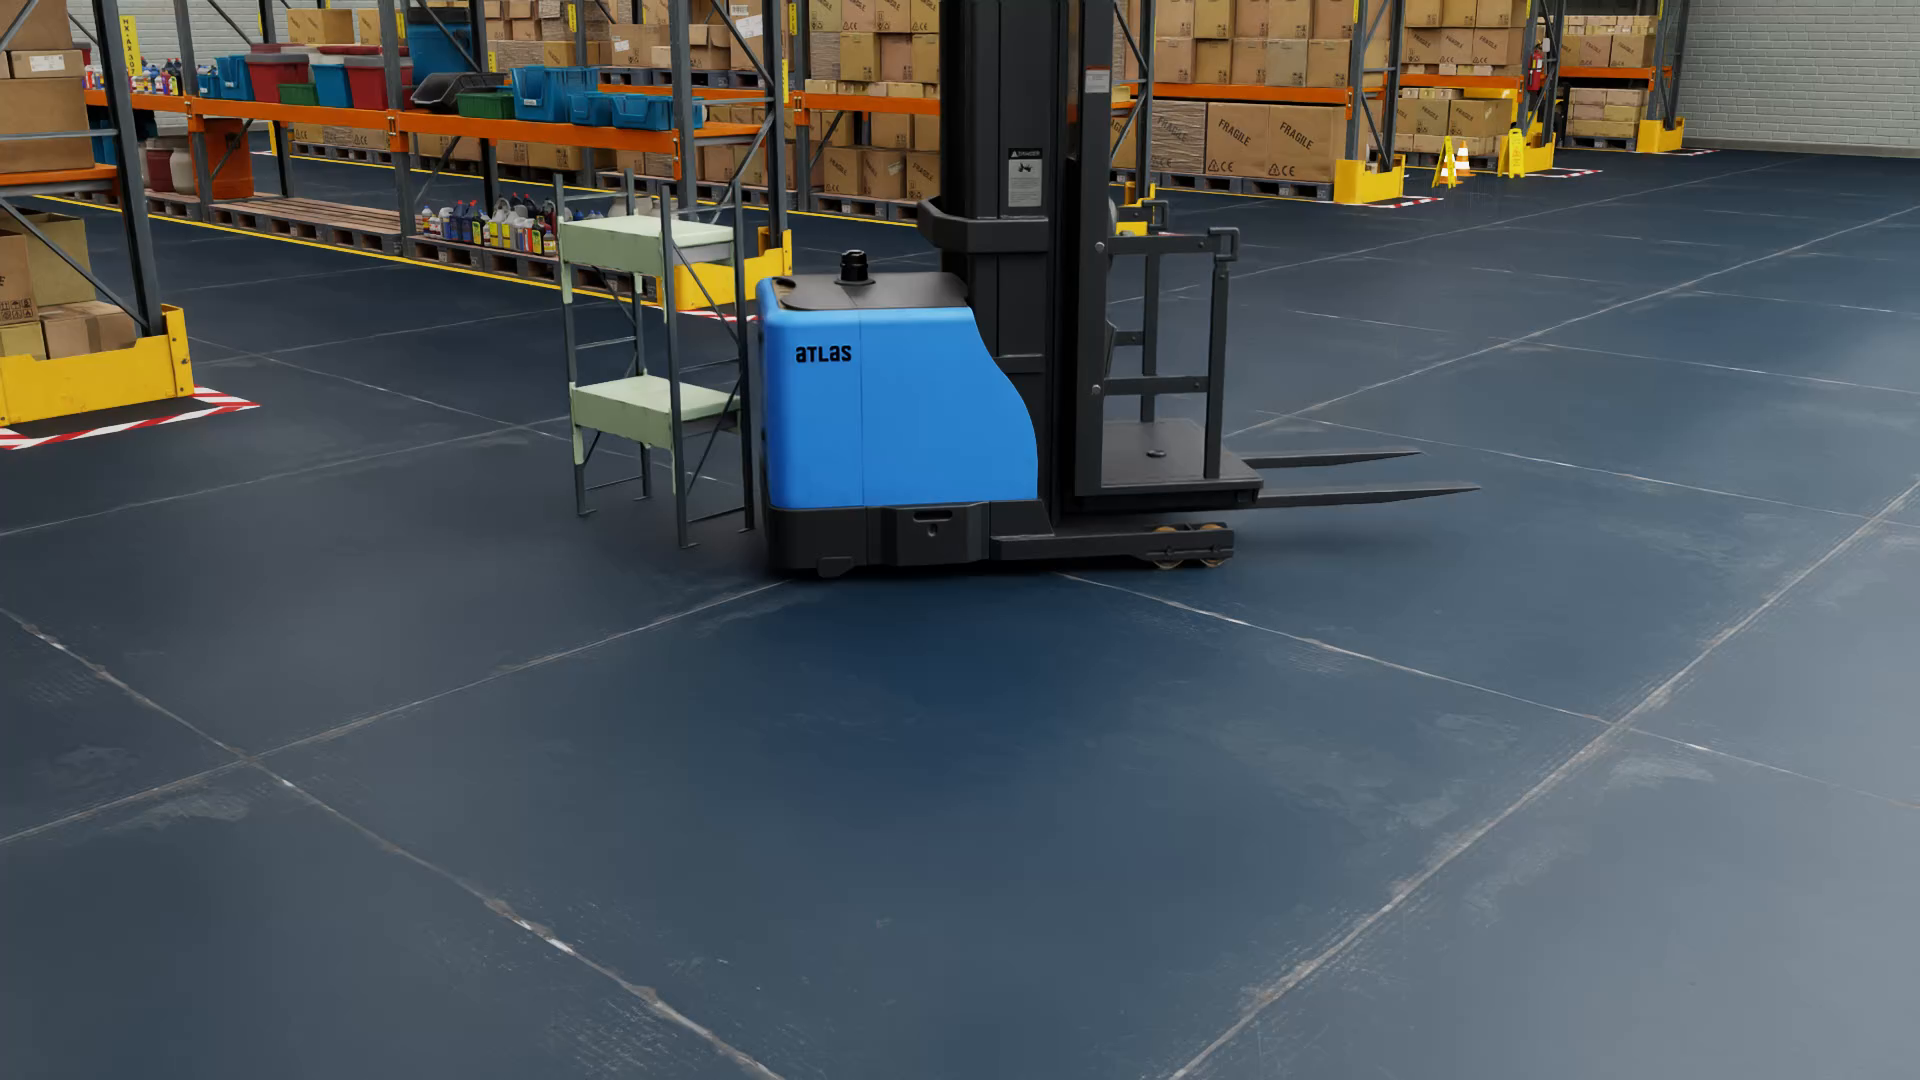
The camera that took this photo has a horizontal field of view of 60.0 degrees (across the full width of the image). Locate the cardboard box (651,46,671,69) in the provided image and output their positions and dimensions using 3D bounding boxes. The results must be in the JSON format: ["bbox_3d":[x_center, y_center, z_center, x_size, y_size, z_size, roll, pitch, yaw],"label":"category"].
[{"bbox_3d":[-3.343,-5.789,19.948,0.500,0.250,0.500,14,22,38],"label":"cardboard box"}]

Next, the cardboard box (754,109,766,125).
[{"bbox_3d":[-2.894,-6.547,26.219,0.500,0.500,0.500,16,23,40],"label":"cardboard box"}]

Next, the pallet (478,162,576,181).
[{"bbox_3d":[-5.892,-5.140,22.960,1.213,0.211,1.003,15,23,39],"label":"pallet"}]

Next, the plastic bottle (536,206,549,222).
[{"bbox_3d":[-3.731,-2.845,14.879,0.133,0.283,0.061,15,23,39],"label":"plastic bottle"}]

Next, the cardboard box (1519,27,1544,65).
[{"bbox_3d":[7.947,-7.032,23.654,0.500,0.500,0.500,15,23,38],"label":"cardboard box"}]

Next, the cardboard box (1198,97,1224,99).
[{"bbox_3d":[4.967,-8.460,32.248,0.500,0.500,0.500,16,24,41],"label":"cardboard box"}]

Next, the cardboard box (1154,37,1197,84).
[{"bbox_3d":[2.952,-6.108,21.150,0.550,0.550,0.875,15,23,39],"label":"cardboard box"}]

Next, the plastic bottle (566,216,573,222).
[{"bbox_3d":[-3.456,-2.783,14.820,0.097,0.201,0.097,0,18,0],"label":"plastic bottle"}]

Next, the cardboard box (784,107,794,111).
[{"bbox_3d":[-2.516,-6.800,25.777,0.500,0.250,0.500,16,23,41],"label":"cardboard box"}]

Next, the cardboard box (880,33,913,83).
[{"bbox_3d":[-0.365,-5.145,17.708,0.500,0.500,0.875,15,23,39],"label":"cardboard box"}]

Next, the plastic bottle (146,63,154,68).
[{"bbox_3d":[-9.564,-5.492,19.663,0.135,0.276,0.152,15,23,39],"label":"plastic bottle"}]

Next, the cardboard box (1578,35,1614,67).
[{"bbox_3d":[10.485,-8.002,27.202,0.500,0.500,0.500,16,24,41],"label":"cardboard box"}]

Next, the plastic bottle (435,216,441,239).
[{"bbox_3d":[-4.641,-2.797,14.866,0.097,0.201,0.097,0,18,0],"label":"plastic bottle"}]

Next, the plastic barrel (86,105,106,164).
[{"bbox_3d":[-10.328,-4.819,20.111,0.708,0.901,0.600,15,23,39],"label":"plastic barrel"}]

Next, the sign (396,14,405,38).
[{"bbox_3d":[-7.803,-7.177,23.205,0.005,0.325,0.100,15,23,39],"label":"sign"}]

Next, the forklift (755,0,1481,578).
[{"bbox_3d":[0.674,-1.438,6.796,3.031,2.935,1.130,-3,18,-9],"label":"forklift"}]

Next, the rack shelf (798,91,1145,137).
[{"bbox_3d":[0.044,-4.502,17.526,4.000,0.370,1.077,15,23,39],"label":"rack shelf"}]

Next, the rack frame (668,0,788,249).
[{"bbox_3d":[-1.748,-3.322,12.621,0.127,3.000,1.000,15,23,39],"label":"rack frame"}]

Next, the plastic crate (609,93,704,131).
[{"bbox_3d":[-2.321,-3.284,12.747,0.616,0.251,0.499,15,23,39],"label":"plastic crate"}]

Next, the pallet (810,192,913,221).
[{"bbox_3d":[-0.927,-3.790,18.705,1.213,0.211,1.003,15,23,39],"label":"pallet"}]

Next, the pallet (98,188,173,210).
[{"bbox_3d":[-9.257,-3.993,19.345,1.213,0.211,1.003,15,23,39],"label":"pallet"}]

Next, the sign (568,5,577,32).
[{"bbox_3d":[-4.810,-6.475,20.641,0.005,0.325,0.100,15,23,39],"label":"sign"}]

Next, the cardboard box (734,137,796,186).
[{"bbox_3d":[-2.242,-4.492,19.713,0.500,0.500,0.700,15,23,39],"label":"cardboard box"}]

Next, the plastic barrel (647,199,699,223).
[{"bbox_3d":[-2.291,-2.451,13.296,0.421,0.512,0.421,0,18,0],"label":"plastic barrel"}]

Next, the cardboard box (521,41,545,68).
[{"bbox_3d":[-5.347,-6.241,21.654,0.500,0.500,0.500,15,23,39],"label":"cardboard box"}]

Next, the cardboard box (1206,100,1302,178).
[{"bbox_3d":[3.697,-5.030,20.819,0.875,0.875,0.875,15,23,38],"label":"cardboard box"}]

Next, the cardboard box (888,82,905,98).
[{"bbox_3d":[-0.540,-4.770,17.597,0.250,0.149,0.380,15,23,39],"label":"cardboard box"}]

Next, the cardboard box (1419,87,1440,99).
[{"bbox_3d":[6.840,-6.453,24.025,0.250,0.149,0.380,16,23,40],"label":"cardboard box"}]

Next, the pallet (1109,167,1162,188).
[{"bbox_3d":[2.432,-4.848,22.040,1.213,0.211,1.003,15,23,39],"label":"pallet"}]

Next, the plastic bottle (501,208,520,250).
[{"bbox_3d":[-3.813,-2.656,14.174,0.185,0.351,0.144,16,24,41],"label":"plastic bottle"}]

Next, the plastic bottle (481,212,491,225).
[{"bbox_3d":[-4.136,-2.720,14.506,0.097,0.271,0.097,0,18,0],"label":"plastic bottle"}]

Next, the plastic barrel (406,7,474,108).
[{"bbox_3d":[-4.828,-4.510,15.537,0.708,0.901,0.600,15,23,39],"label":"plastic barrel"}]

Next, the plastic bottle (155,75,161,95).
[{"bbox_3d":[-8.637,-4.912,17.958,0.097,0.201,0.097,0,18,0],"label":"plastic bottle"}]

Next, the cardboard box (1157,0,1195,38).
[{"bbox_3d":[2.970,-6.629,21.006,0.550,0.550,0.875,15,23,39],"label":"cardboard box"}]

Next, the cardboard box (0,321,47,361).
[{"bbox_3d":[-5.636,-1.133,9.573,0.500,0.250,0.500,15,23,39],"label":"cardboard box"}]

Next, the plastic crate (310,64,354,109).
[{"bbox_3d":[-5.772,-4.269,15.630,0.575,0.384,0.392,15,23,39],"label":"plastic crate"}]

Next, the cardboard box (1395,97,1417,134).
[{"bbox_3d":[6.580,-6.241,24.429,0.500,0.500,0.500,14,23,38],"label":"cardboard box"}]

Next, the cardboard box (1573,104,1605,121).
[{"bbox_3d":[10.470,-7.067,27.445,0.500,0.250,0.500,15,23,39],"label":"cardboard box"}]

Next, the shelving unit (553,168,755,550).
[{"bbox_3d":[-1.307,-0.794,7.135,0.755,1.500,0.431,16,23,41],"label":"shelving unit"}]

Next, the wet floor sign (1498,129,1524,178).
[{"bbox_3d":[7.549,-5.283,22.690,0.267,0.644,0.232,-9,20,-27],"label":"wet floor sign"}]

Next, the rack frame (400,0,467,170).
[{"bbox_3d":[-7.436,-6.852,23.744,0.127,3.000,1.000,15,23,39],"label":"rack frame"}]

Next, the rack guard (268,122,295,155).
[{"bbox_3d":[-10.446,-6.469,26.668,0.348,0.500,1.175,15,23,39],"label":"rack guard"}]

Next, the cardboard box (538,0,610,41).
[{"bbox_3d":[-4.980,-6.725,21.521,0.637,0.503,0.797,16,24,41],"label":"cardboard box"}]

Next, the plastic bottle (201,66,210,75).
[{"bbox_3d":[-8.528,-5.223,18.822,0.097,0.271,0.097,0,18,0],"label":"plastic bottle"}]

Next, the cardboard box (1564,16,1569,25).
[{"bbox_3d":[9.980,-8.565,27.412,0.250,0.149,0.380,16,23,40],"label":"cardboard box"}]

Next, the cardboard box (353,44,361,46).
[{"bbox_3d":[-8.711,-7.158,24.463,0.500,0.250,0.500,16,23,40],"label":"cardboard box"}]

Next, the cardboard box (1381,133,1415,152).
[{"bbox_3d":[6.557,-5.886,24.550,0.500,0.250,0.500,14,22,37],"label":"cardboard box"}]

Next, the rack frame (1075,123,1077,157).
[{"bbox_3d":[1.915,-6.348,22.155,0.127,3.000,1.000,15,23,39],"label":"rack frame"}]

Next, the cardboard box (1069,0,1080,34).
[{"bbox_3d":[0.964,-5.163,16.113,0.500,0.500,0.500,15,23,39],"label":"cardboard box"}]

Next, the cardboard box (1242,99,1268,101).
[{"bbox_3d":[5.883,-8.355,31.711,0.625,0.625,0.875,16,24,41],"label":"cardboard box"}]

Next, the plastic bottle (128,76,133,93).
[{"bbox_3d":[-9.172,-5.087,18.375,0.133,0.283,0.061,15,23,39],"label":"plastic bottle"}]

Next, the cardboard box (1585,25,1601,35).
[{"bbox_3d":[10.422,-8.335,27.178,0.250,0.149,0.380,15,23,39],"label":"cardboard box"}]

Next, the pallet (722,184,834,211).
[{"bbox_3d":[-2.036,-4.073,19.596,1.213,0.211,1.003,15,23,39],"label":"pallet"}]

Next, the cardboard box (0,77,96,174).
[{"bbox_3d":[-5.380,-2.347,9.382,0.500,0.500,0.700,15,23,39],"label":"cardboard box"}]

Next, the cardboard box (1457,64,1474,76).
[{"bbox_3d":[7.255,-6.674,23.598,0.250,0.149,0.380,15,23,38],"label":"cardboard box"}]

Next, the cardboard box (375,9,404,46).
[{"bbox_3d":[-7.957,-7.312,23.709,0.500,0.500,0.500,16,24,41],"label":"cardboard box"}]
